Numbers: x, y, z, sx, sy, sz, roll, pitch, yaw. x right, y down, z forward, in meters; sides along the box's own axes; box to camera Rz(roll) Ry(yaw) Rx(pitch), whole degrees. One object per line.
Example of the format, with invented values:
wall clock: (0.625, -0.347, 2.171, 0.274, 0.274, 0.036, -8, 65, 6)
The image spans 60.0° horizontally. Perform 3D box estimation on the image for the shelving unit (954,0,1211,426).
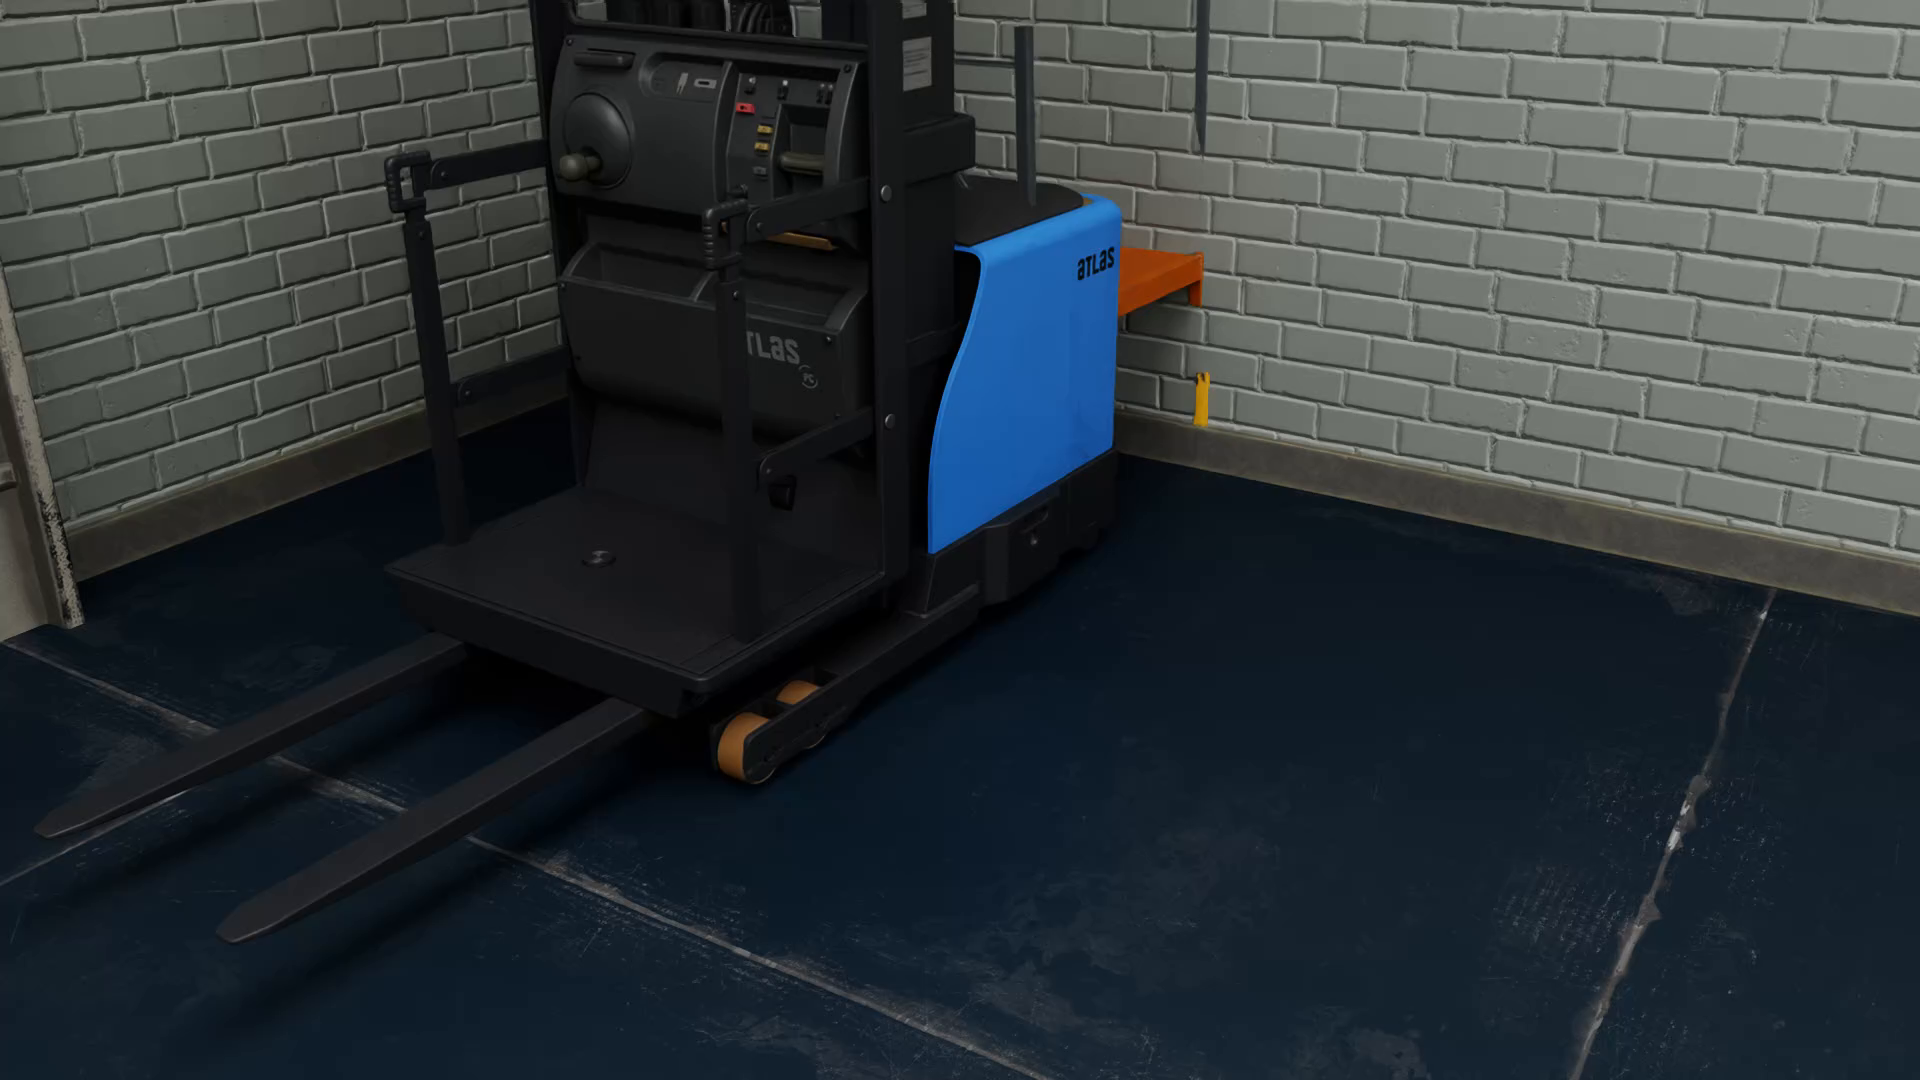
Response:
shelving unit: (0.323, -0.934, 5.323, 0.587, 1.500, 1.083, 15, 29, 34)

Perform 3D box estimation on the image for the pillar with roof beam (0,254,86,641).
pillar with roof beam: (0.947, -2.961, 0.762, 9.100, 9.000, 0.400, 14, 27, 29)

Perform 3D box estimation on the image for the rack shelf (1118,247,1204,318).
rack shelf: (0.324, -0.766, 5.388, 0.538, 0.185, 1.000, 15, 29, 34)

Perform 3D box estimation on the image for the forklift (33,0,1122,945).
forklift: (-0.748, -0.985, 3.835, 1.130, 2.935, 3.031, 15, 28, 31)

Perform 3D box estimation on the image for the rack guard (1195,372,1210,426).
rack guard: (0.640, -0.532, 5.935, 0.587, 0.250, 0.087, 15, 29, 34)

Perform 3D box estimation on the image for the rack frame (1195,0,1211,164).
rack frame: (0.619, -1.104, 5.686, 0.500, 1.500, 0.032, 15, 29, 34)

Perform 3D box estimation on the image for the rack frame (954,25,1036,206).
rack frame: (0.016, -0.758, 4.945, 0.500, 1.500, 0.032, 15, 29, 34)
